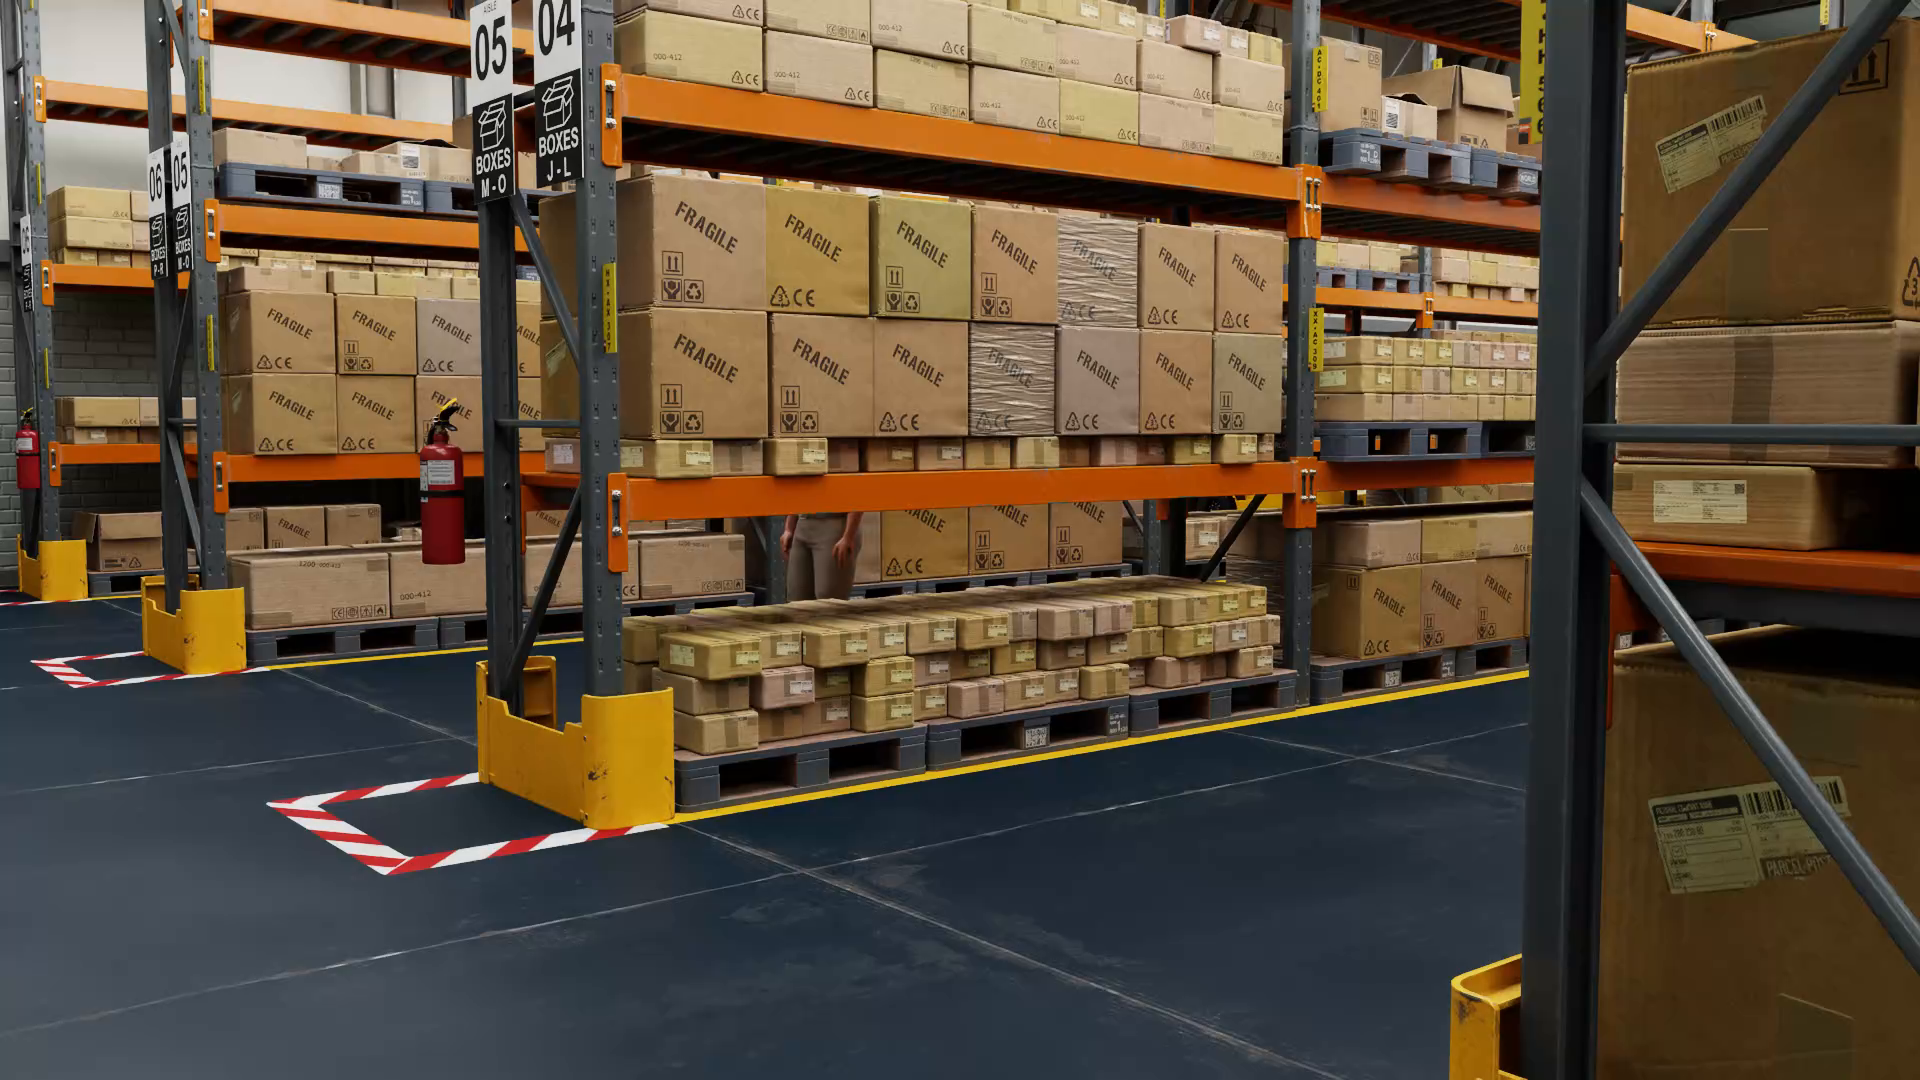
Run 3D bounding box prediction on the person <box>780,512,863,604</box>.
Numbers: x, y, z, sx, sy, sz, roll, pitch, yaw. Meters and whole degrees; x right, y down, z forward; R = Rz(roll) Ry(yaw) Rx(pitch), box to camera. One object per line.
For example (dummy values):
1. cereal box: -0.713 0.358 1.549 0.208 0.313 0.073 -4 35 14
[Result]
1. person: -0.767 -0.010 9.206 0.387 1.728 0.606 -4 6 -42
